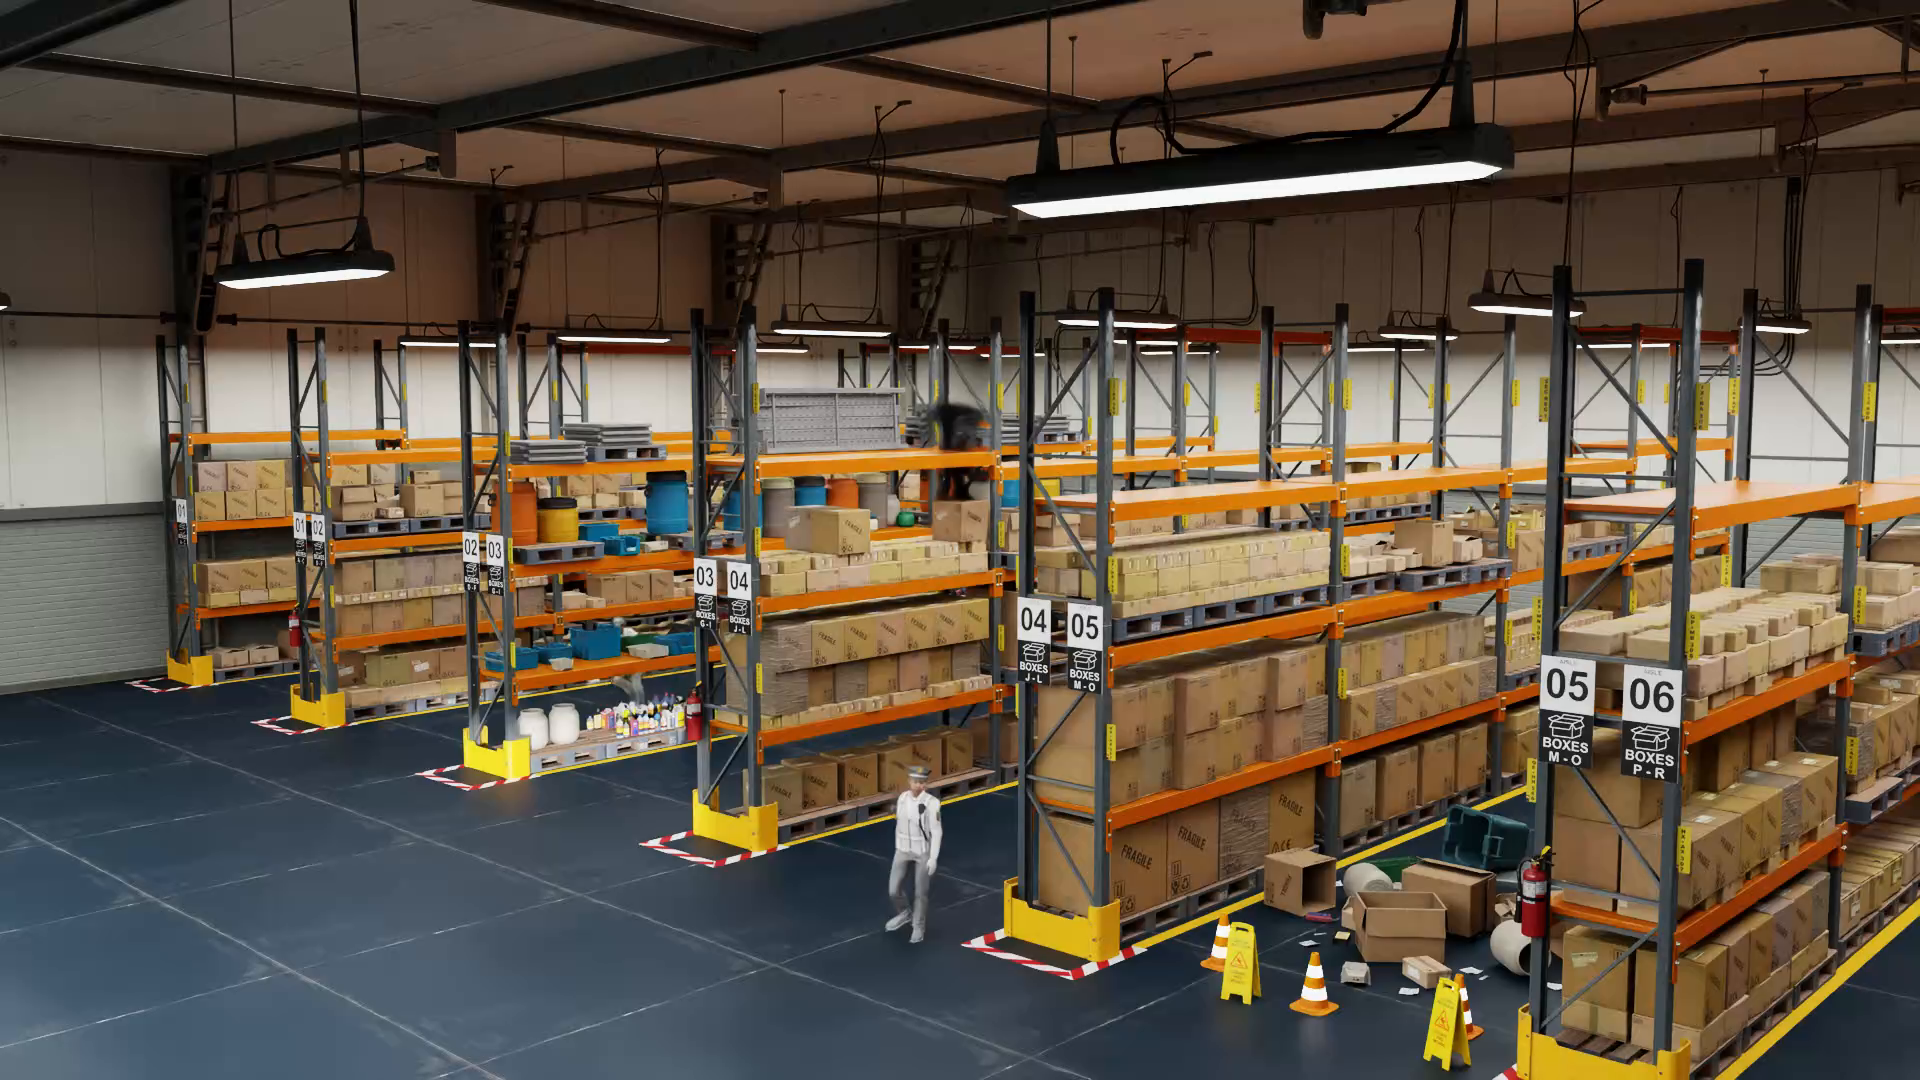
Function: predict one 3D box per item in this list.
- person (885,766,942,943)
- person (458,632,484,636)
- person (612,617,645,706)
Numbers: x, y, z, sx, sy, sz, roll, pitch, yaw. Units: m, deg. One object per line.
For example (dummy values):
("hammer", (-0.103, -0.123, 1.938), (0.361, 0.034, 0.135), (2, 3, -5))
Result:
("person", (-0.429, 2.891, 15.358), (0.595, 1.692, 0.456), (2, 6, 18))
("person", (-8.741, 1.500, 29.664), (0.703, 1.791, 0.764), (3, 6, 30))
("person", (-5.342, 1.933, 26.461), (0.642, 1.500, 0.840), (2, 6, 20))
